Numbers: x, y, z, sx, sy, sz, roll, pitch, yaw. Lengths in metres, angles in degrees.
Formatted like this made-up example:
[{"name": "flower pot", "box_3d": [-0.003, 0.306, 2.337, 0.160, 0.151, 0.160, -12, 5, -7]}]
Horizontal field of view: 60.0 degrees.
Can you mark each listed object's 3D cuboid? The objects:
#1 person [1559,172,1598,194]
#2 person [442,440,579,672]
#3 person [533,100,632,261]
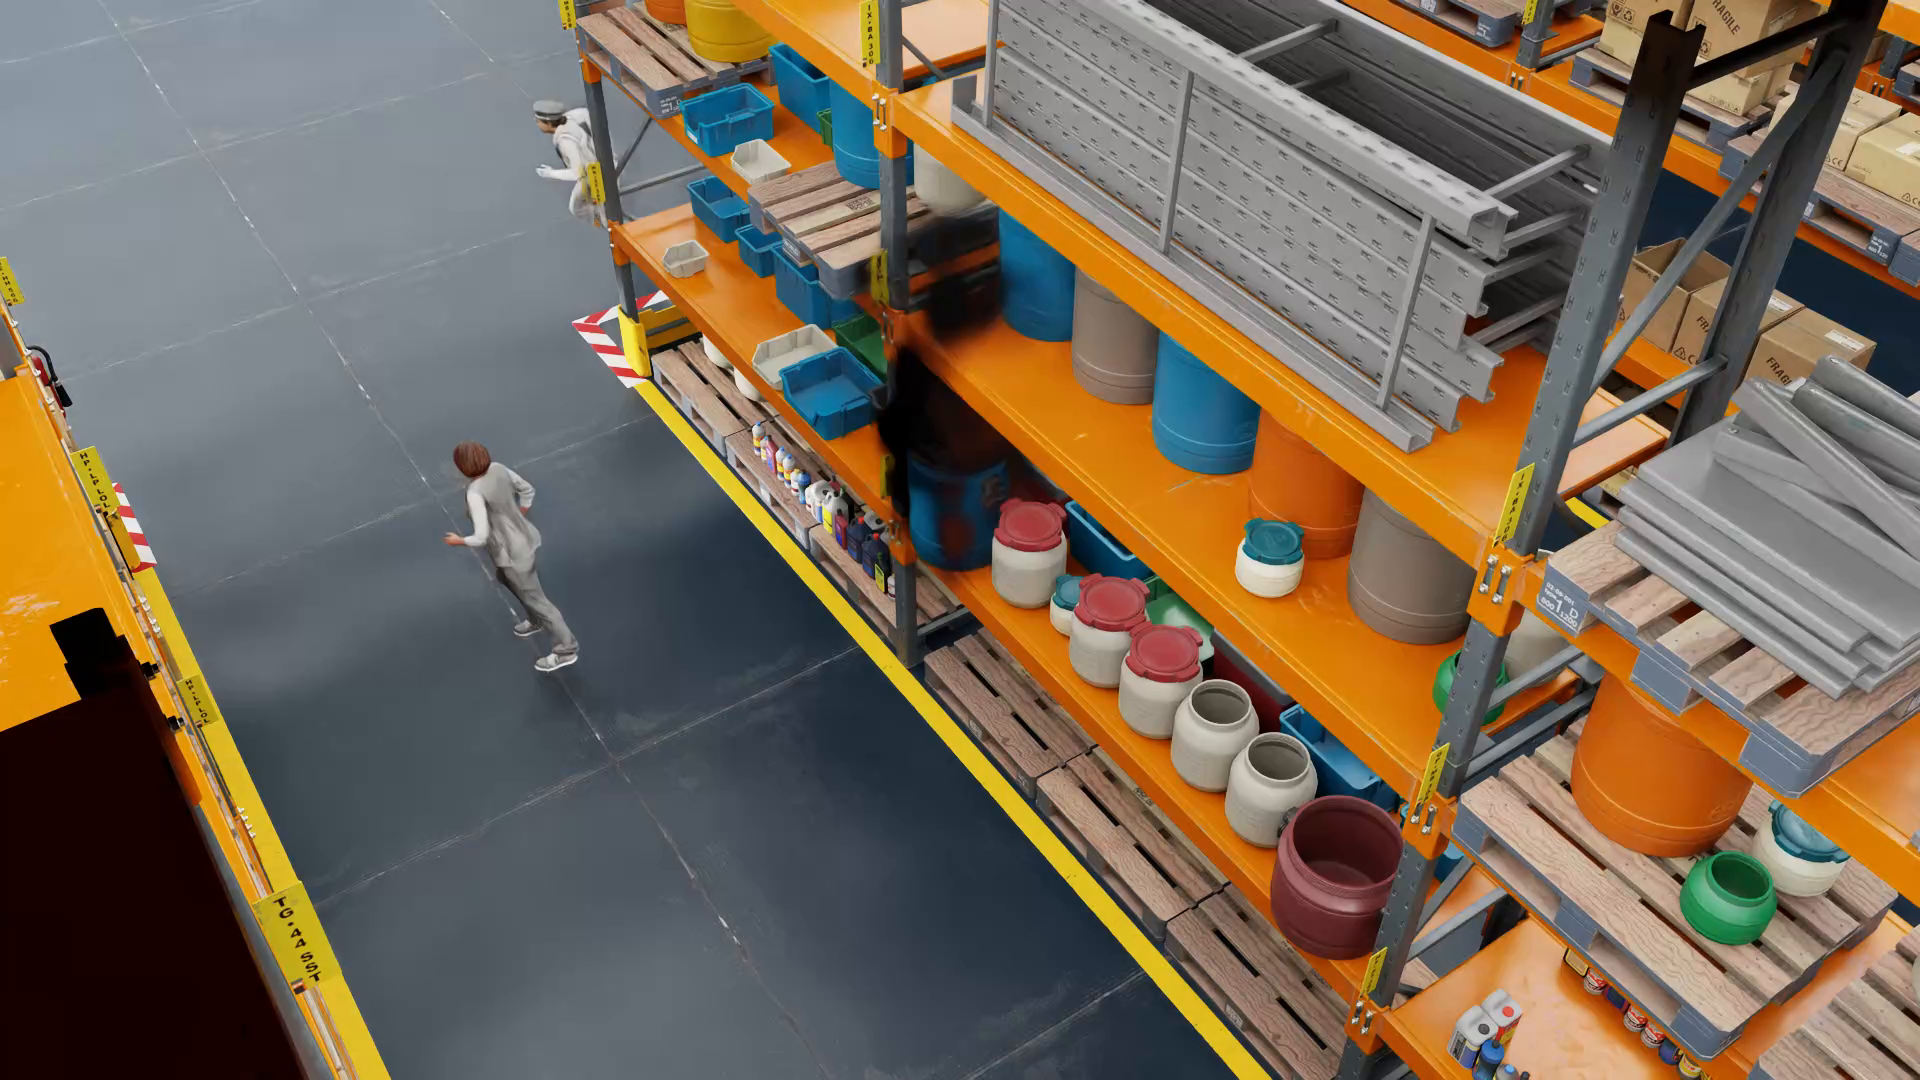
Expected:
[{"name": "person", "box_3d": [5.084, -2.817, 13.552, 0.705, 1.736, 0.884, -34, 52, -31]}, {"name": "person", "box_3d": [-2.747, 0.081, 10.146, 0.741, 1.550, 0.592, 4, 43, 4]}, {"name": "person", "box_3d": [-3.097, -3.025, 13.937, 0.849, 1.496, 0.647, -9, 43, -9]}]
